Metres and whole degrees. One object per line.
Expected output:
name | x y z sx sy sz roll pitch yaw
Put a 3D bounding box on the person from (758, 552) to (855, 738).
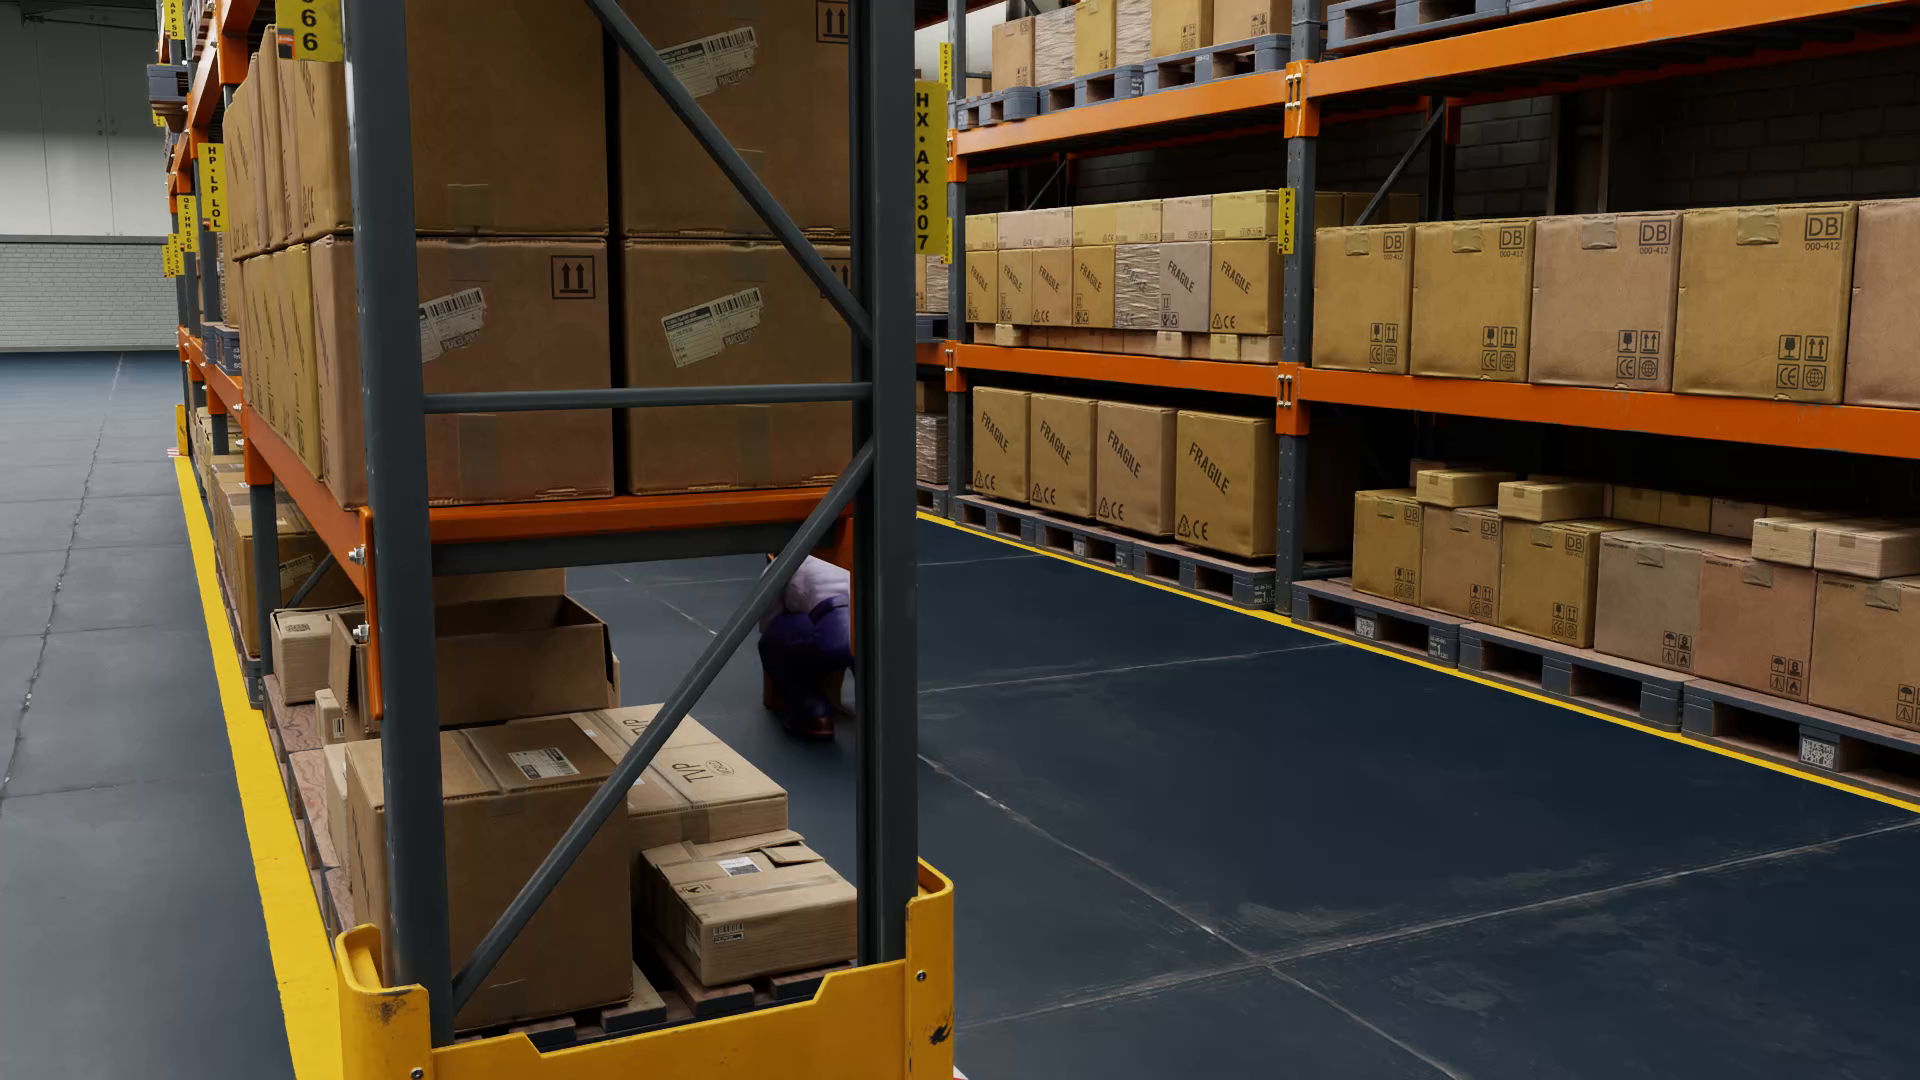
person | -0.528 0.383 6.578 0.517 0.785 0.866 -4 10 -27
